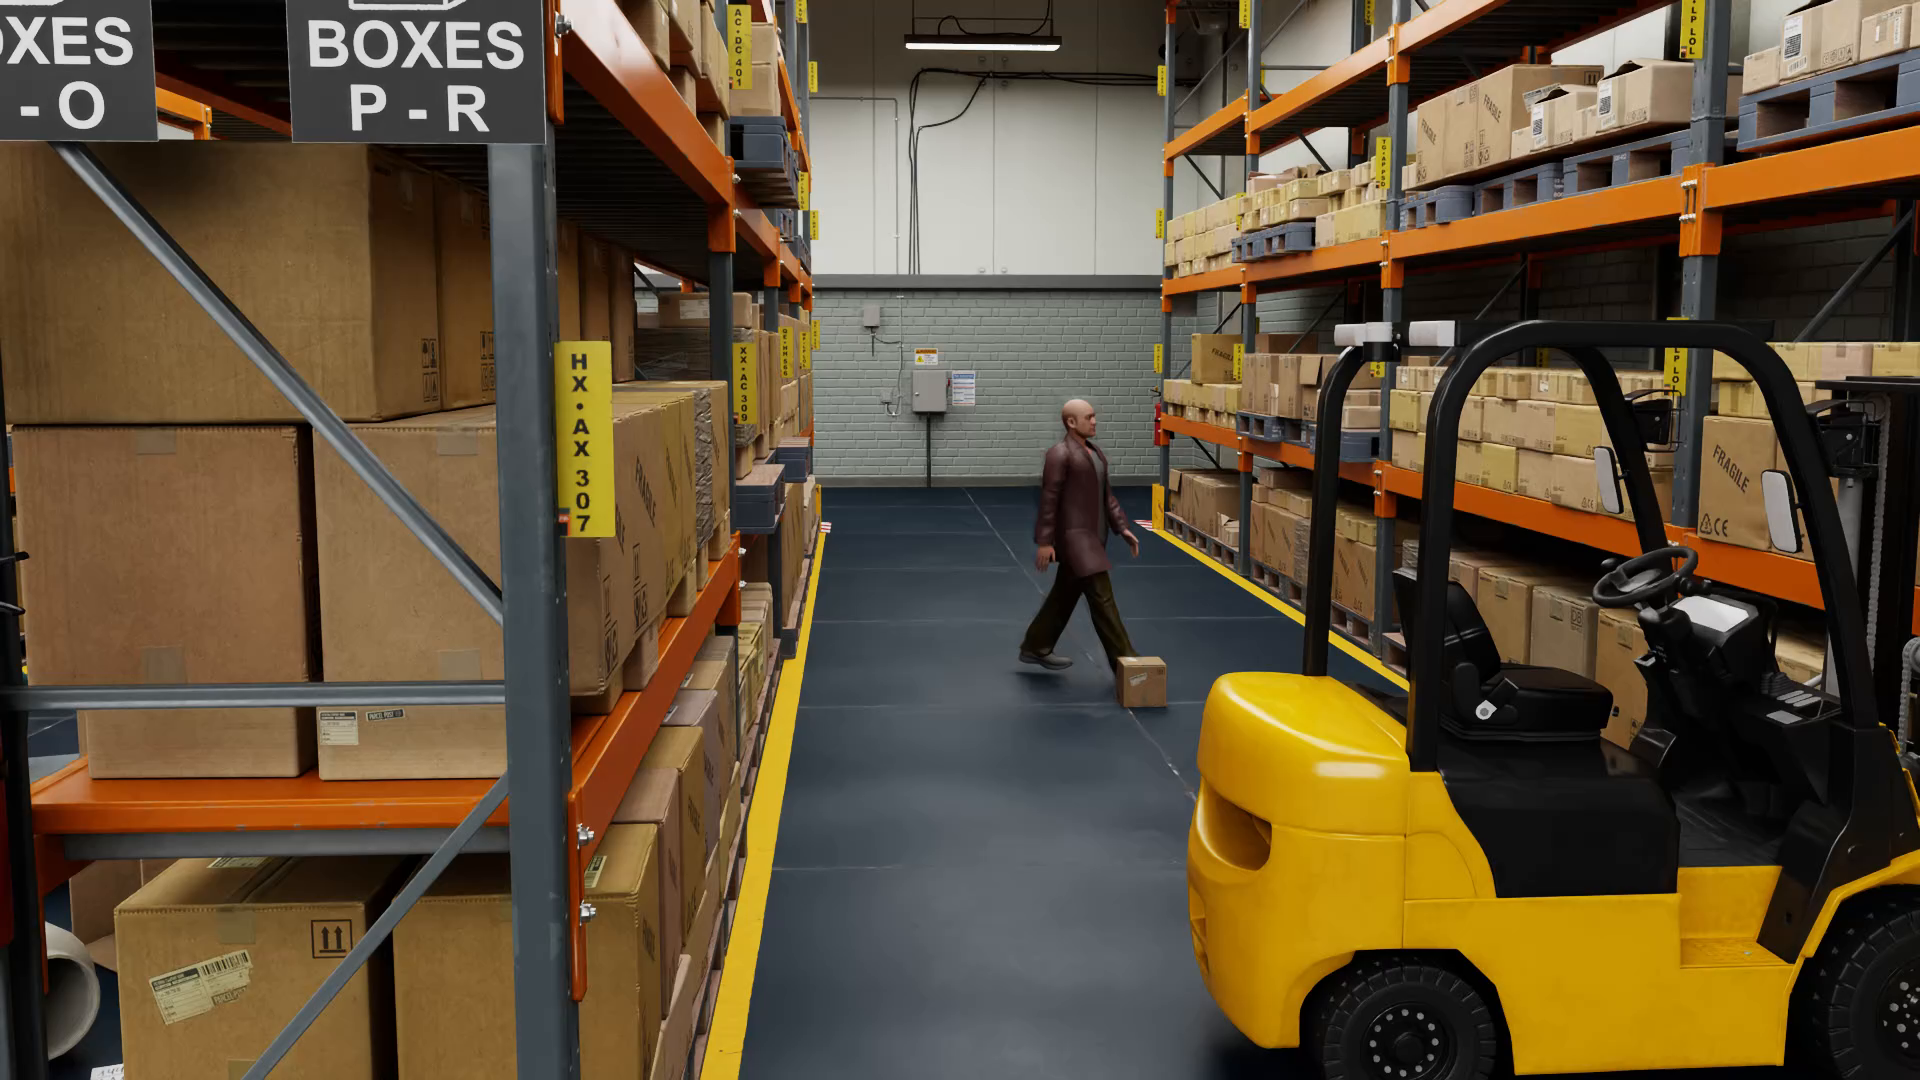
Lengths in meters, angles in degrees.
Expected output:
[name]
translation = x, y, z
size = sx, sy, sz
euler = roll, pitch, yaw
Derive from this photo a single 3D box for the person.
[person]
translation = 0.819, -0.005, 10.308
size = 1.076, 1.728, 0.630
euler = 4, 8, 29
